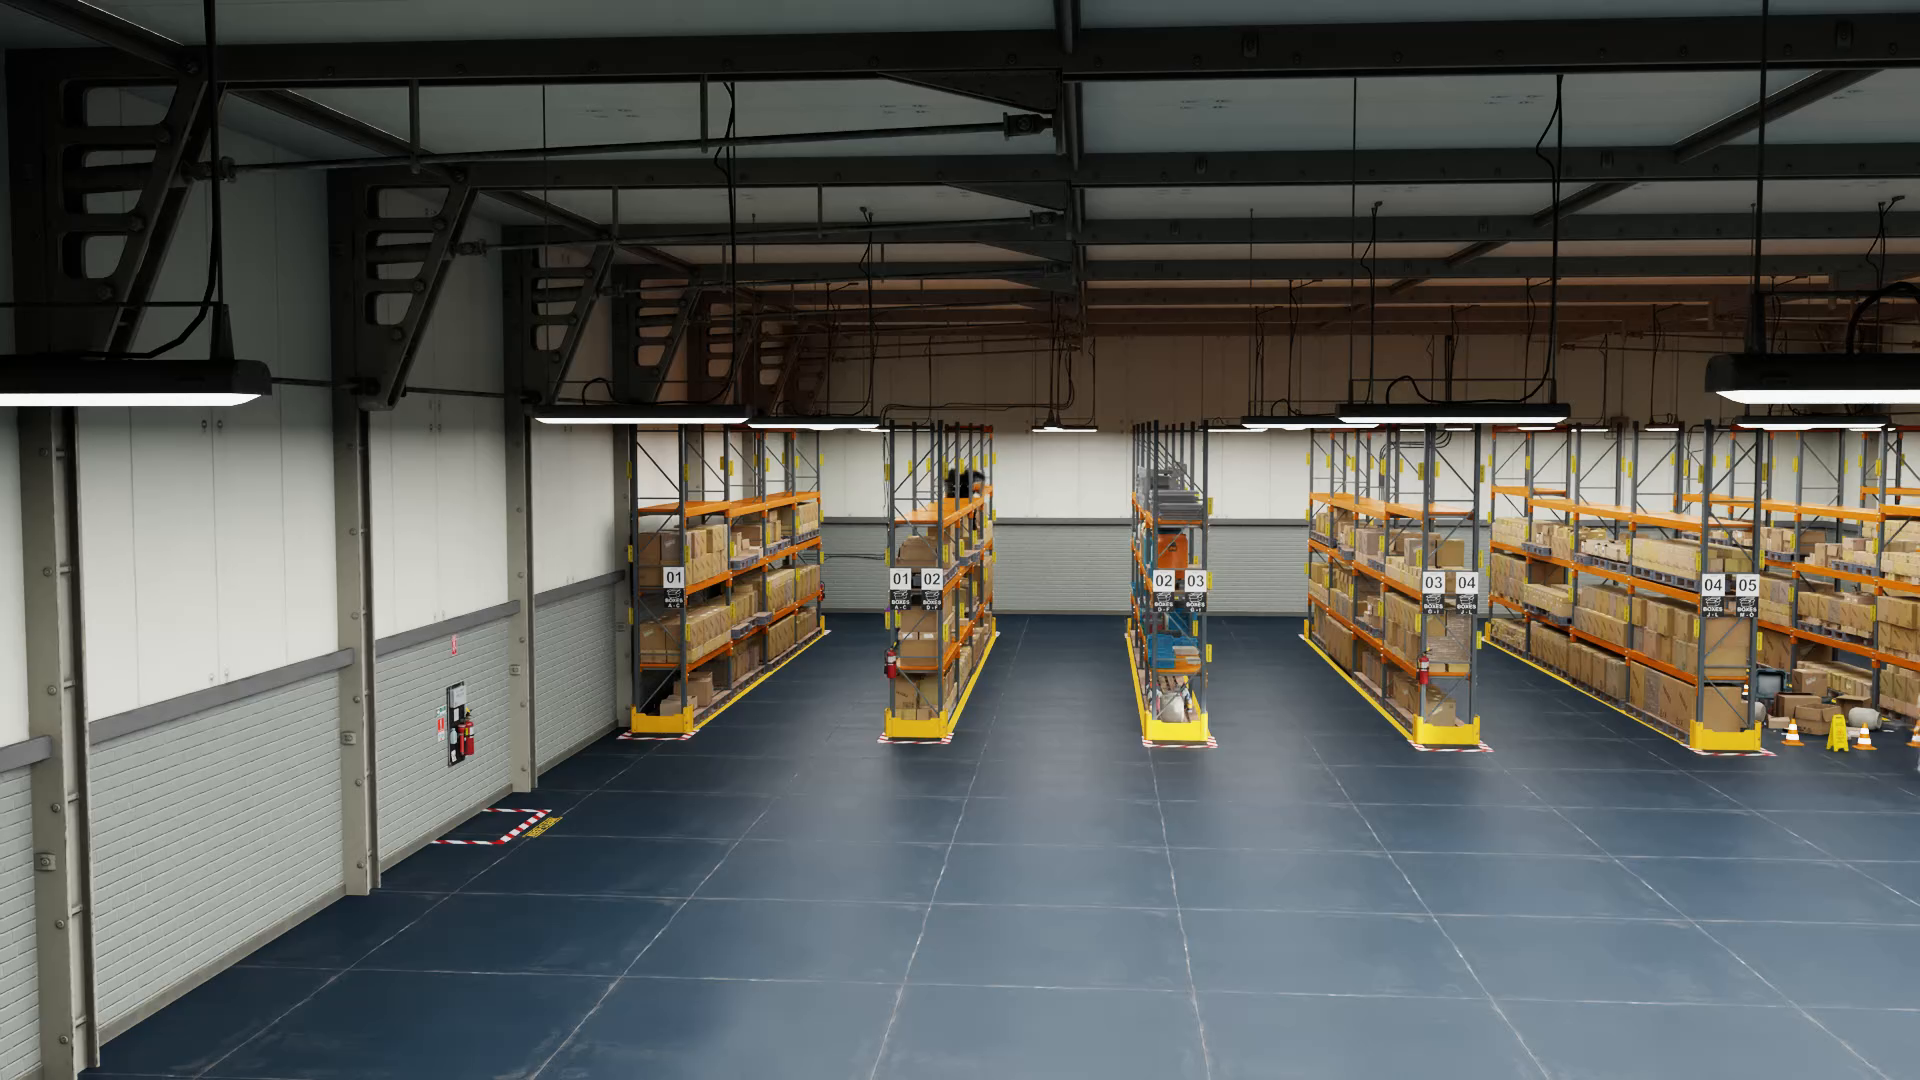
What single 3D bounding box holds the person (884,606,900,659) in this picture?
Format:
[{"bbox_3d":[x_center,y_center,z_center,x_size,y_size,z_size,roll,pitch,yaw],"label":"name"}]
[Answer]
[{"bbox_3d":[-1.562,2.218,41.916,0.706,1.729,0.789,0,4,-3],"label":"person"}]
